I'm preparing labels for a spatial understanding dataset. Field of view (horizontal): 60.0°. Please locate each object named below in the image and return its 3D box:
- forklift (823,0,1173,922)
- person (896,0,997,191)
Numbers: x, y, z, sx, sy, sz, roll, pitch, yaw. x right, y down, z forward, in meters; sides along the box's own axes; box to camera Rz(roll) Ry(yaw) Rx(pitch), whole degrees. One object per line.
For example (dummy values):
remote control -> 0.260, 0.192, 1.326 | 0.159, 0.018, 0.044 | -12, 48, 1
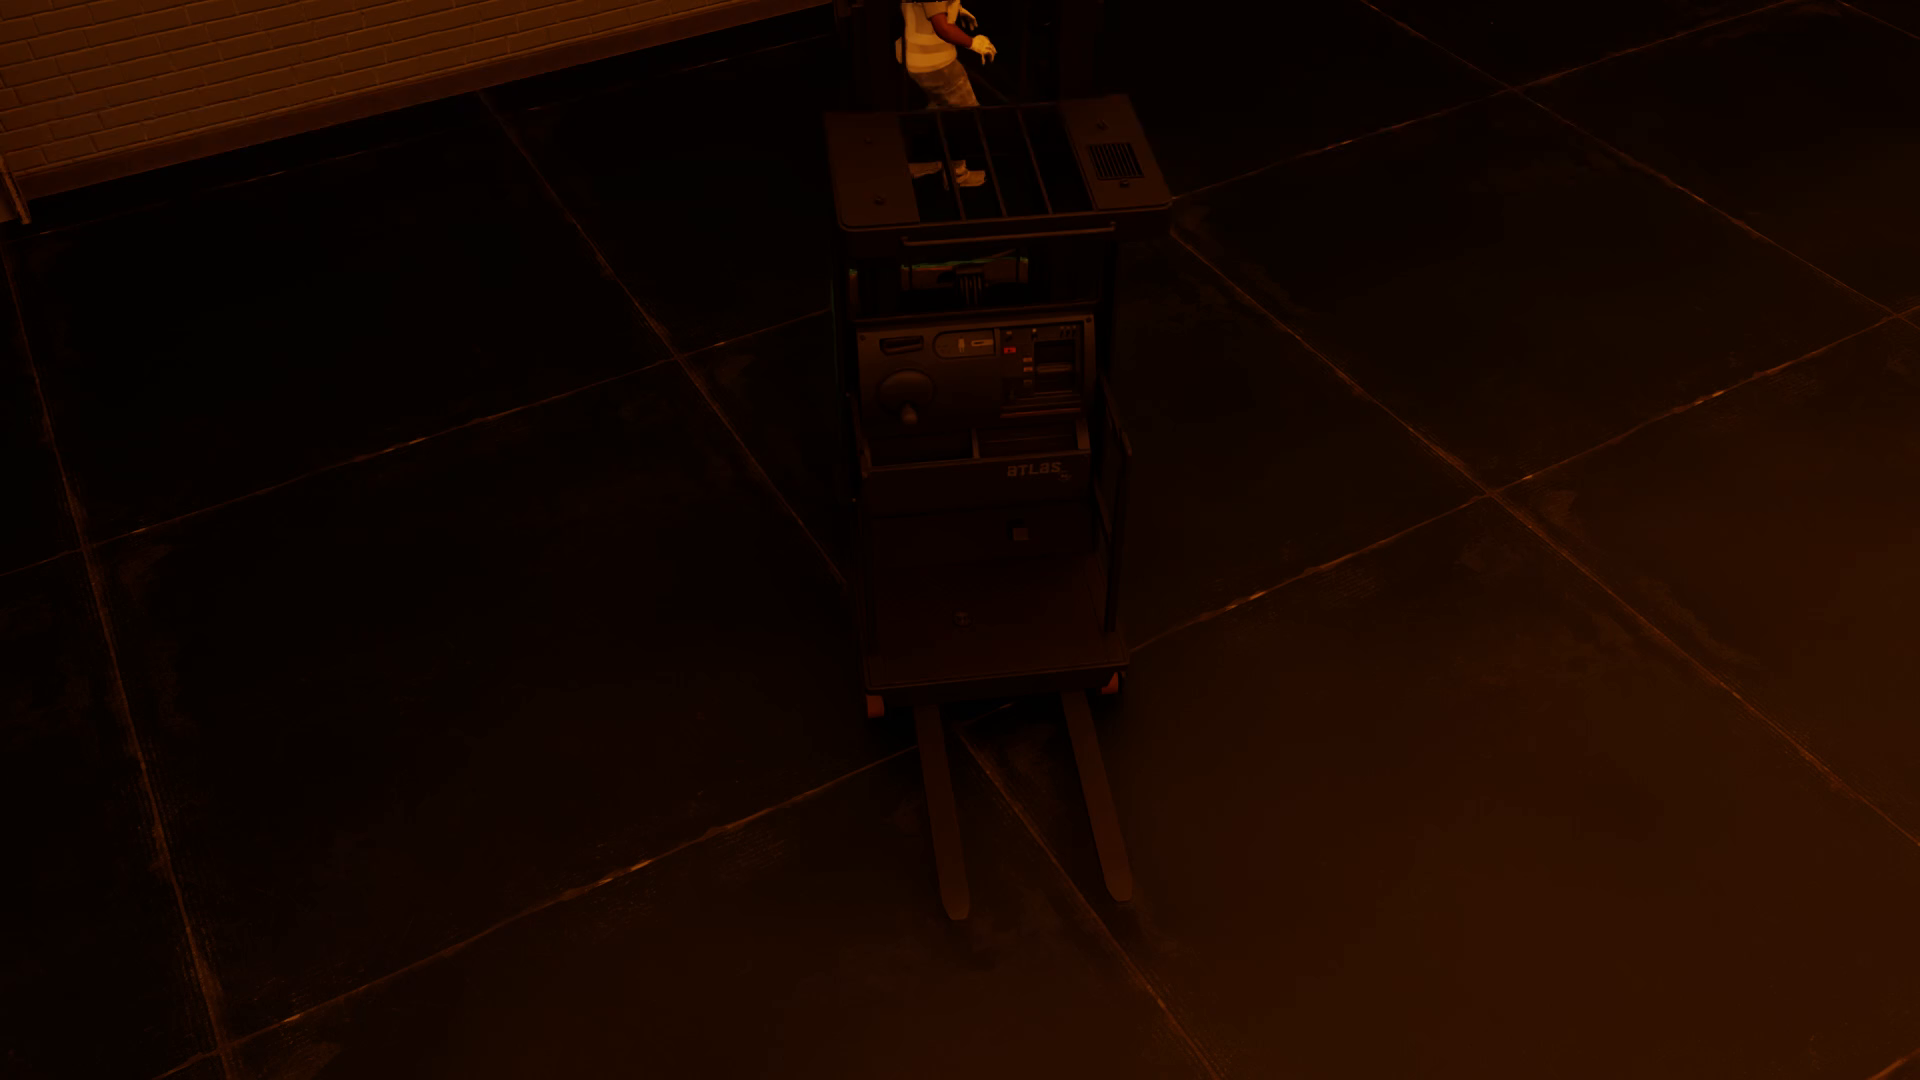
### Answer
forklift -> 0.097, -0.579, 6.322 | 1.130, 2.935, 3.031 | -5, 43, -6
person -> -0.084, -2.854, 9.693 | 0.592, 1.723, 0.808 | -12, 44, -13
